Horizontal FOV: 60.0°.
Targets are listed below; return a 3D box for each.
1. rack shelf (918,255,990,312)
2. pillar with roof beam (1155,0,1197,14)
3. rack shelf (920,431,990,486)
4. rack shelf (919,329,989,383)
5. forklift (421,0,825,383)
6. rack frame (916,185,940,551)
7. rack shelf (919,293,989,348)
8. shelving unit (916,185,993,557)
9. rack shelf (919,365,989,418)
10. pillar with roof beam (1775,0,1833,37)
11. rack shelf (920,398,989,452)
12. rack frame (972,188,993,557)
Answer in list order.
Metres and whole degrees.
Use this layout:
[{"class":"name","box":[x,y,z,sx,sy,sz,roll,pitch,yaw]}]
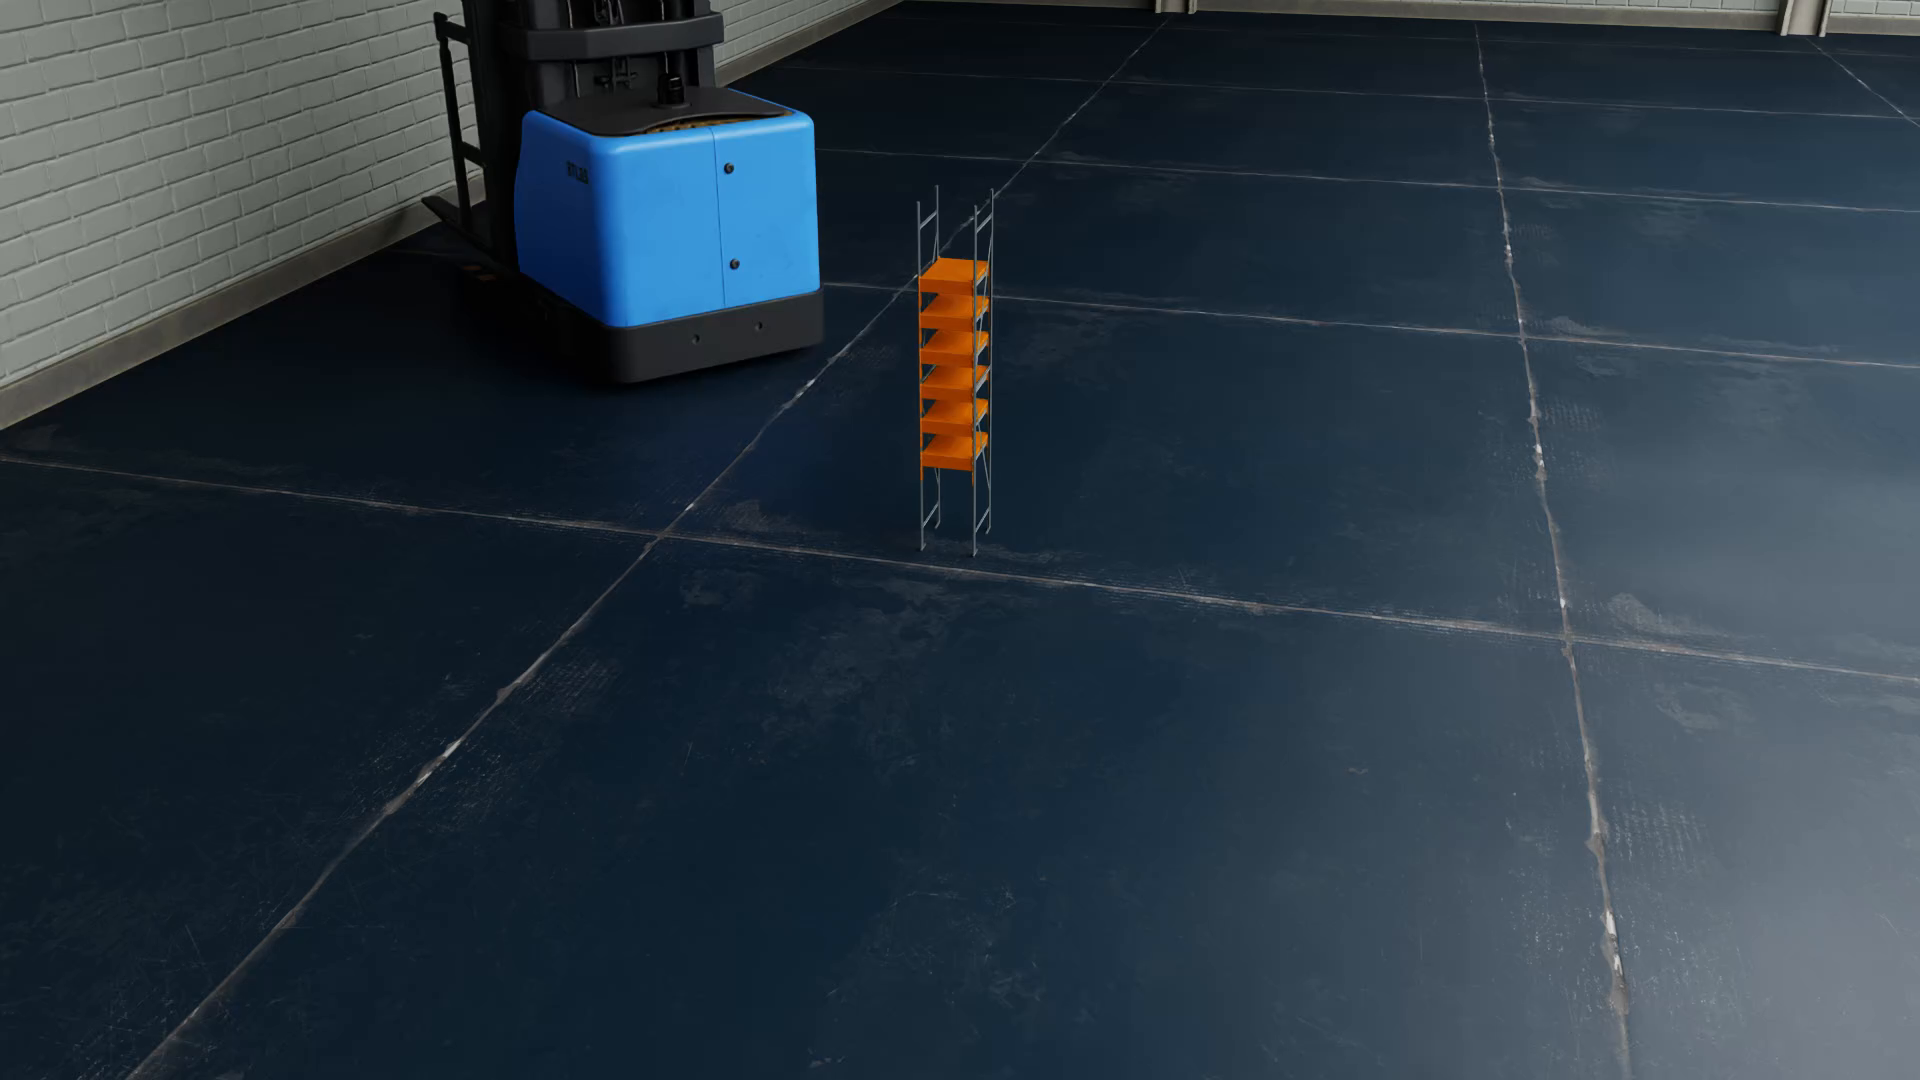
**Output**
[{"class":"rack shelf","box":[-0.014,-0.828,5.360,0.180,0.103,0.258,6,26,13]},{"class":"pillar with roof beam","box":[1.175,-7.775,11.613,0.400,9.000,9.100,6,26,13]},{"class":"rack shelf","box":[-0.014,-0.286,5.618,0.180,0.103,0.258,6,26,13]},{"class":"rack shelf","box":[-0.014,-0.612,5.463,0.180,0.103,0.258,6,26,13]},{"class":"forklift","box":[-1.852,-2.560,7.718,1.130,2.935,3.031,-16,30,-31]},{"class":"rack frame","box":[-0.103,-0.553,5.516,0.006,1.200,0.240,6,26,13]},{"class":"rack shelf","box":[-0.014,-0.720,5.411,0.180,0.103,0.258,6,26,13]},{"class":"shelving unit","box":[-0.014,-0.543,5.495,0.189,1.200,0.258,6,26,13]},{"class":"rack shelf","box":[-0.014,-0.503,5.514,0.180,0.103,0.258,6,26,13]},{"class":"pillar with roof beam","box":[6.986,-7.133,10.263,0.400,9.000,9.100,6,26,13]},{"class":"rack shelf","box":[-0.014,-0.395,5.566,0.180,0.103,0.258,6,26,13]},{"class":"rack frame","box":[0.075,-0.533,5.475,0.006,1.200,0.240,6,26,13]}]
